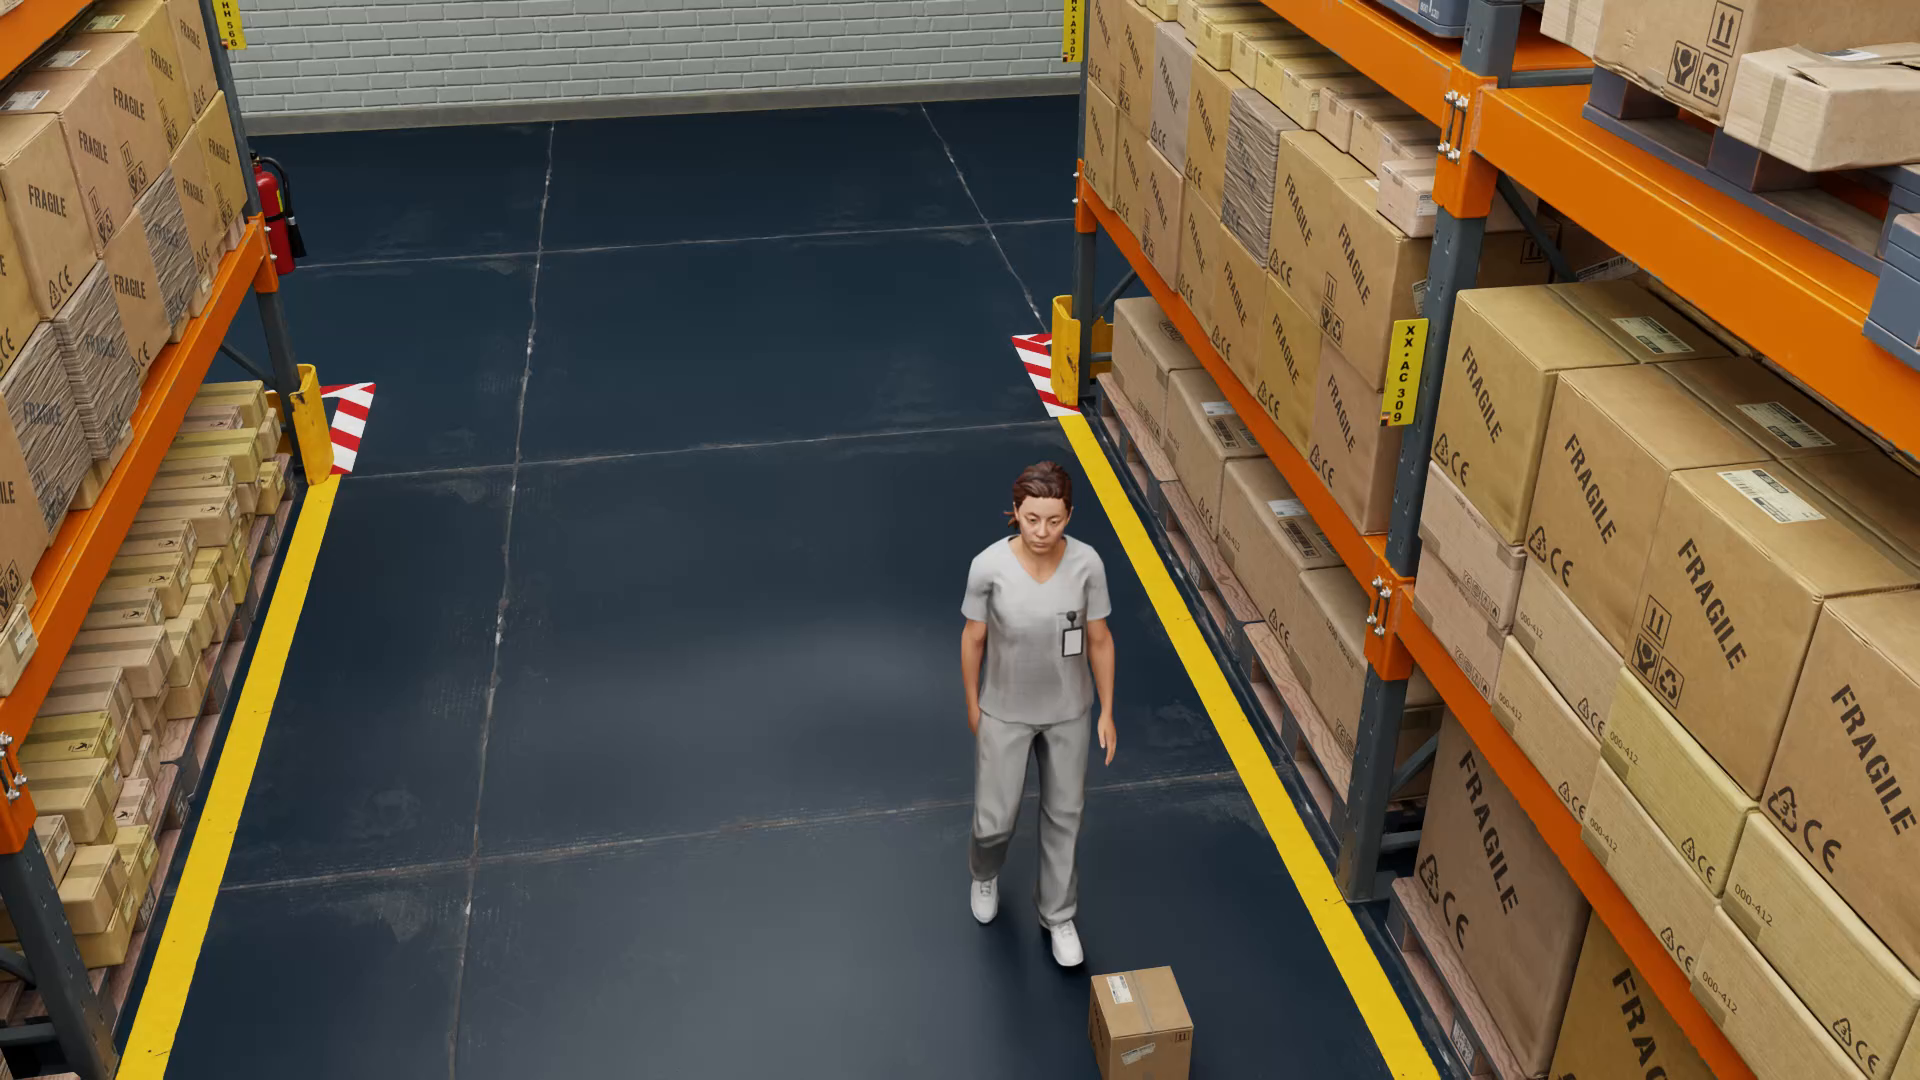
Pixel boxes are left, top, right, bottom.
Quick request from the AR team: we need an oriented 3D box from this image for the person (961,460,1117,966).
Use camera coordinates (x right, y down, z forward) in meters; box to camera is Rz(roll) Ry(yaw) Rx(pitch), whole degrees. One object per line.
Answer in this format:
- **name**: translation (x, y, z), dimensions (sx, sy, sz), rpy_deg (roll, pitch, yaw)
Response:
- **person**: translation (0.250, 0.561, 5.173), dimensions (0.464, 1.677, 0.541), rpy_deg (-4, 31, -7)
